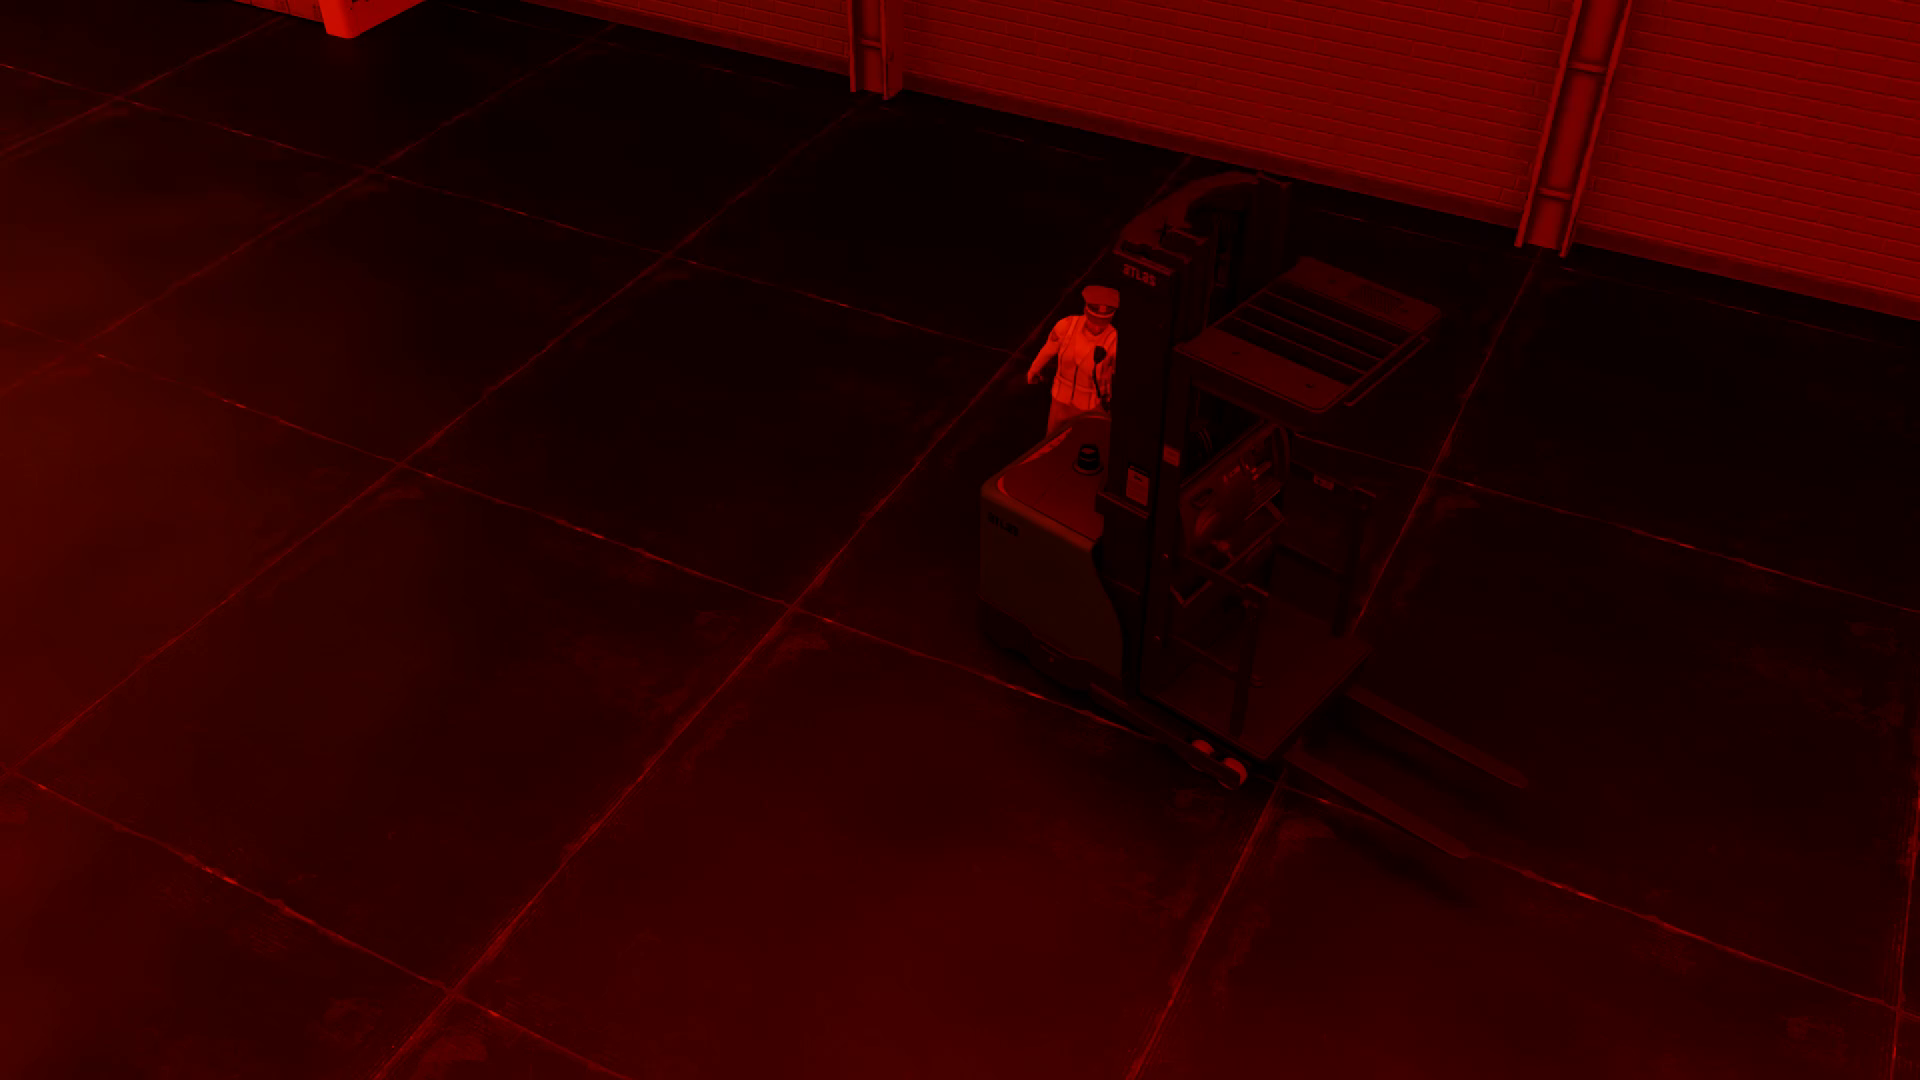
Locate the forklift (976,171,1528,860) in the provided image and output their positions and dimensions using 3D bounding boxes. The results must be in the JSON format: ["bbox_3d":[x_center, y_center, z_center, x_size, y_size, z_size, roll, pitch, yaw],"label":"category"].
[{"bbox_3d":[1.535,-0.203,8.228,3.031,2.935,1.130,29,48,30],"label":"forklift"}]

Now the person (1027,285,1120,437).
[{"bbox_3d":[0.762,-0.878,10.096,0.815,1.626,0.463,22,45,24],"label":"person"}]
